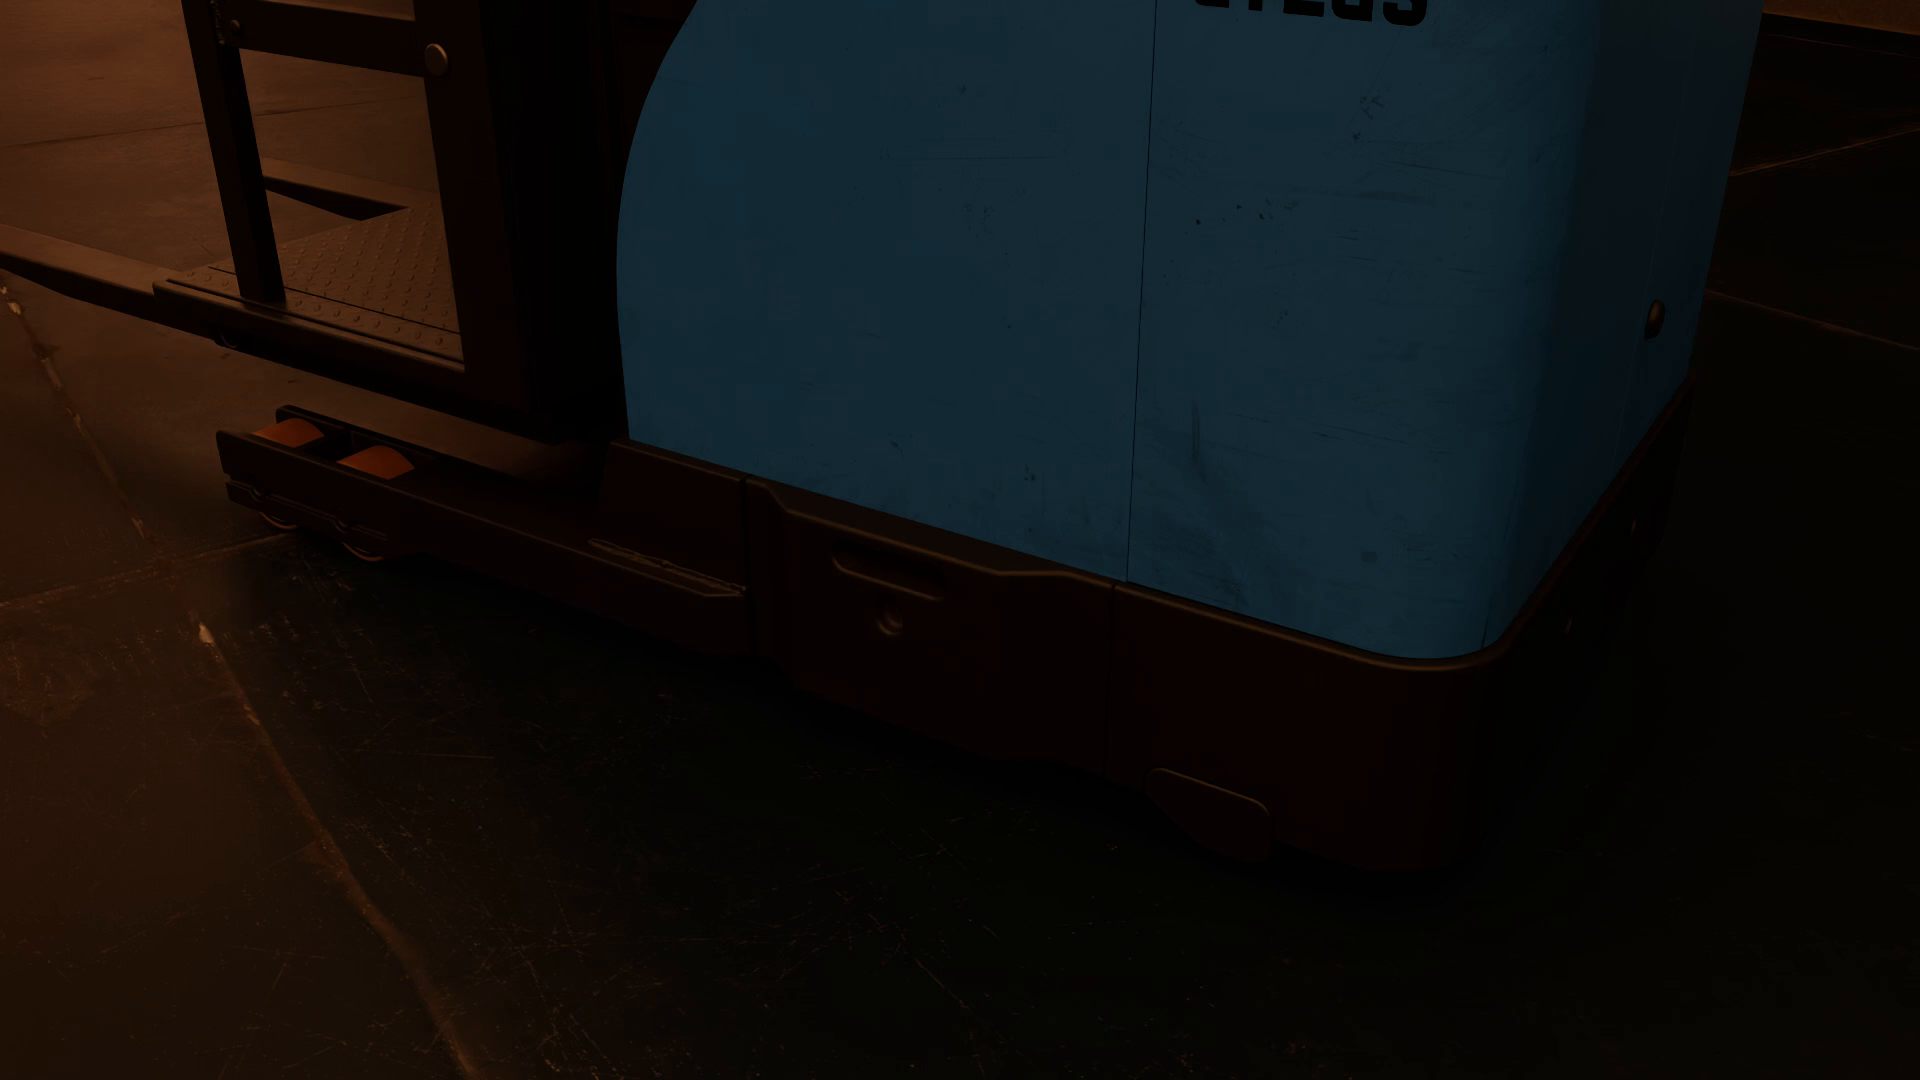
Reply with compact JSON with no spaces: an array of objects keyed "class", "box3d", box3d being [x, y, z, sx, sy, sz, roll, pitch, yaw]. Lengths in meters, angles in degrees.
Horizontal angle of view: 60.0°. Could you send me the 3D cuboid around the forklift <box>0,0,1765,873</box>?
[{"class":"forklift","box3d":[-0.511,-1.459,2.139,3.031,2.935,1.130,16,31,29]}]
